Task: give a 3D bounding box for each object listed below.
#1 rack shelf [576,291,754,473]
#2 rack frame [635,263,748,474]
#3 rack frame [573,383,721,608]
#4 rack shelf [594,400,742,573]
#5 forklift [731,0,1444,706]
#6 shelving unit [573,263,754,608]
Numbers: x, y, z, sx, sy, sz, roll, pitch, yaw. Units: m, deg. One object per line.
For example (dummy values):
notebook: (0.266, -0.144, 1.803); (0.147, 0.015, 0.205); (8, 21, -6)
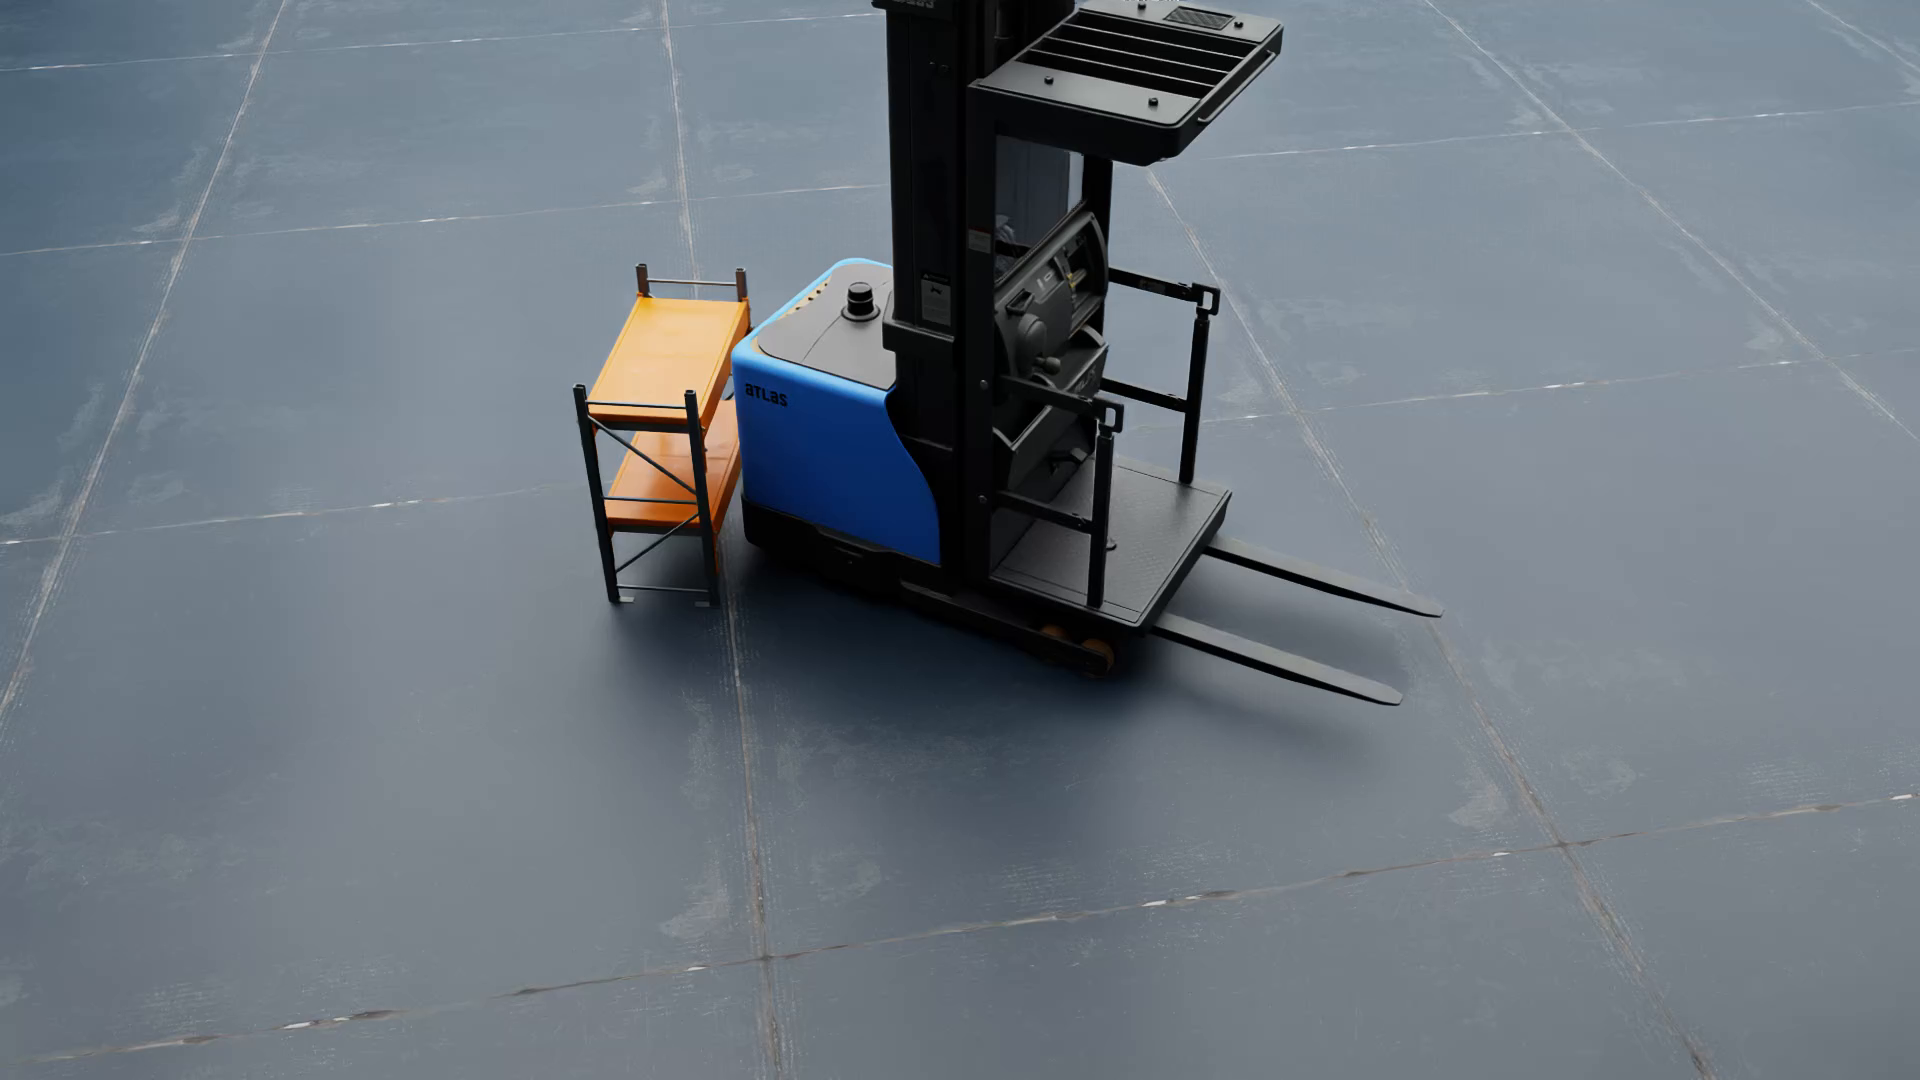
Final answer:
rack shelf: (-1.265, -0.708, 7.267); (0.538, 0.278, 1.000); (3, 38, 4)
rack frame: (-1.216, -0.787, 7.846); (0.500, 1.125, 0.032); (3, 38, 4)
rack frame: (-1.313, -0.166, 7.047); (0.500, 1.125, 0.032); (3, 38, 4)
rack shelf: (-1.265, -0.283, 7.596); (0.538, 0.278, 1.000); (3, 38, 4)
forklift: (0.553, -0.950, 6.584); (3.031, 2.935, 1.130); (18, 41, 22)
shelving unit: (-1.265, -0.476, 7.446); (0.538, 1.125, 1.048); (3, 38, 4)
